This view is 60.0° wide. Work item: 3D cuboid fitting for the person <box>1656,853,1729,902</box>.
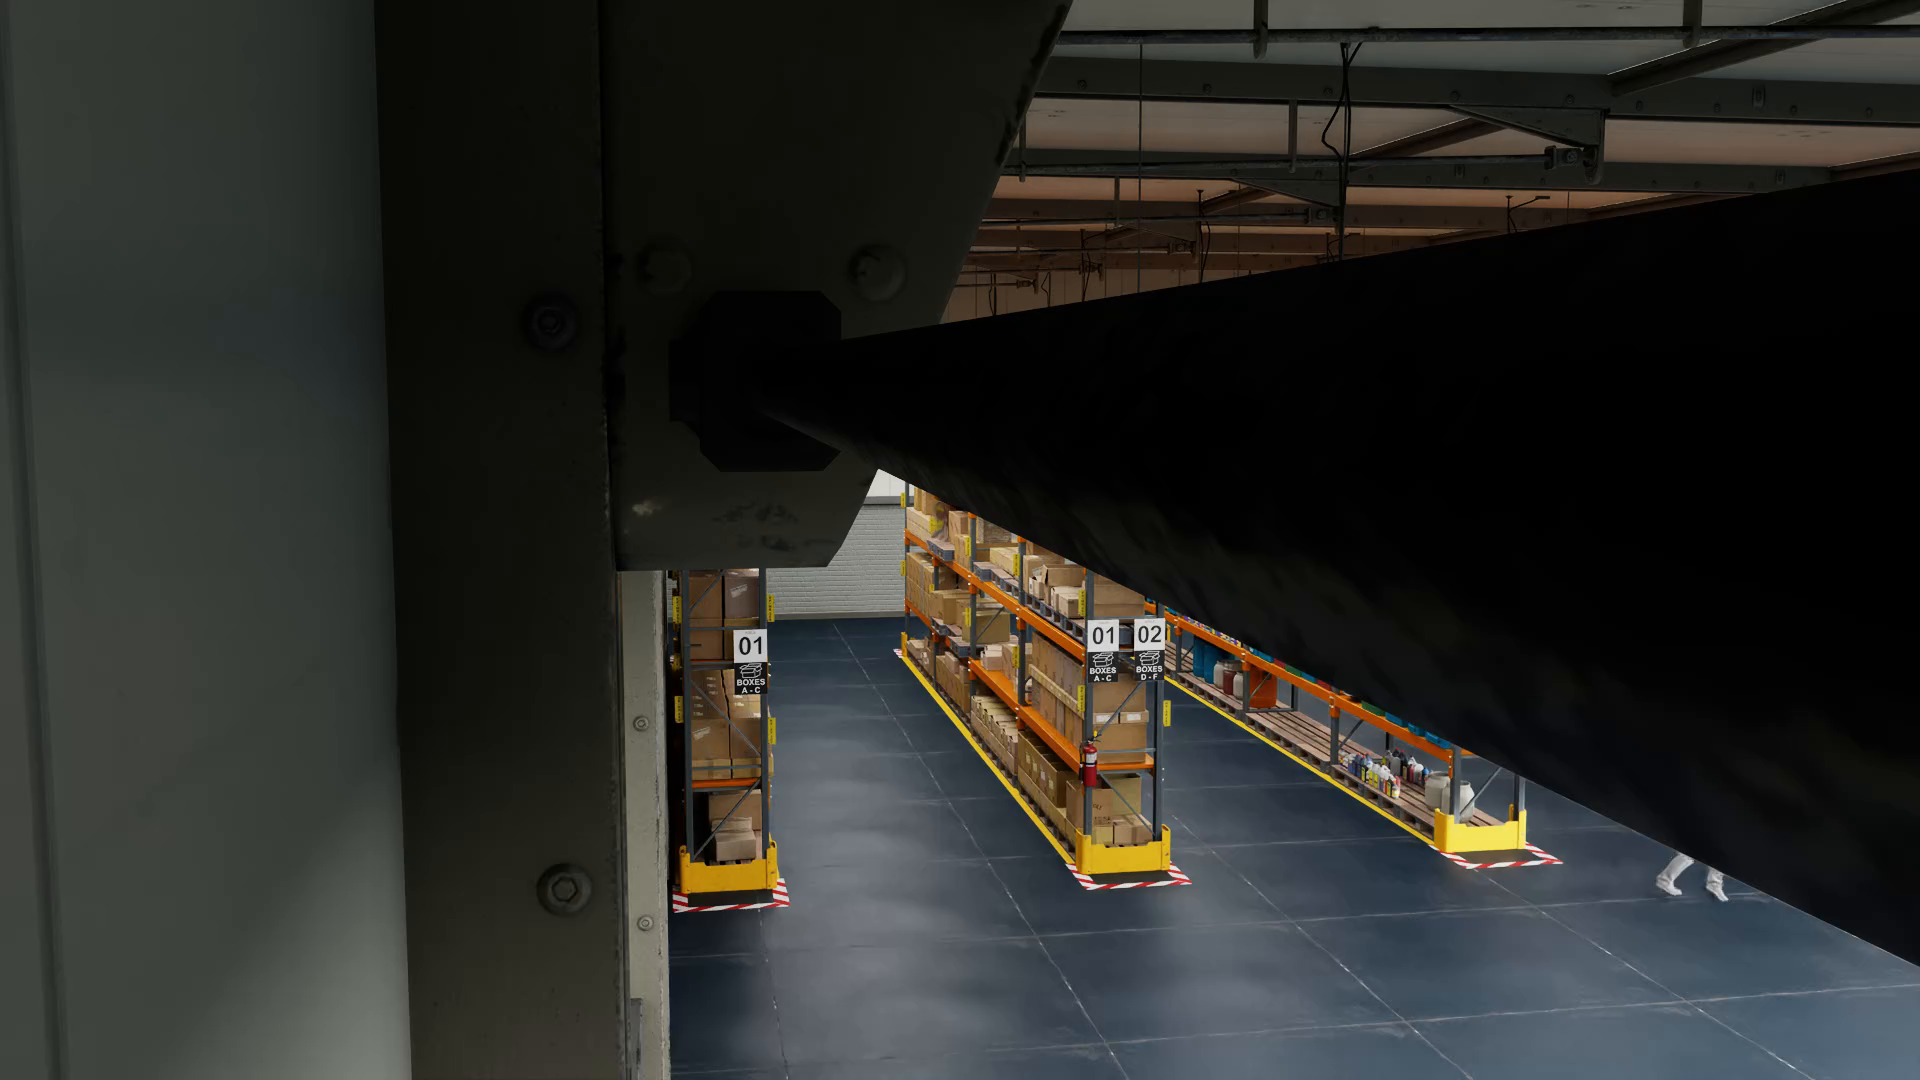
[{"bbox_3d":[8.790,3.407,19.762,0.894,1.822,0.661,3,7,26],"label":"person"}]
